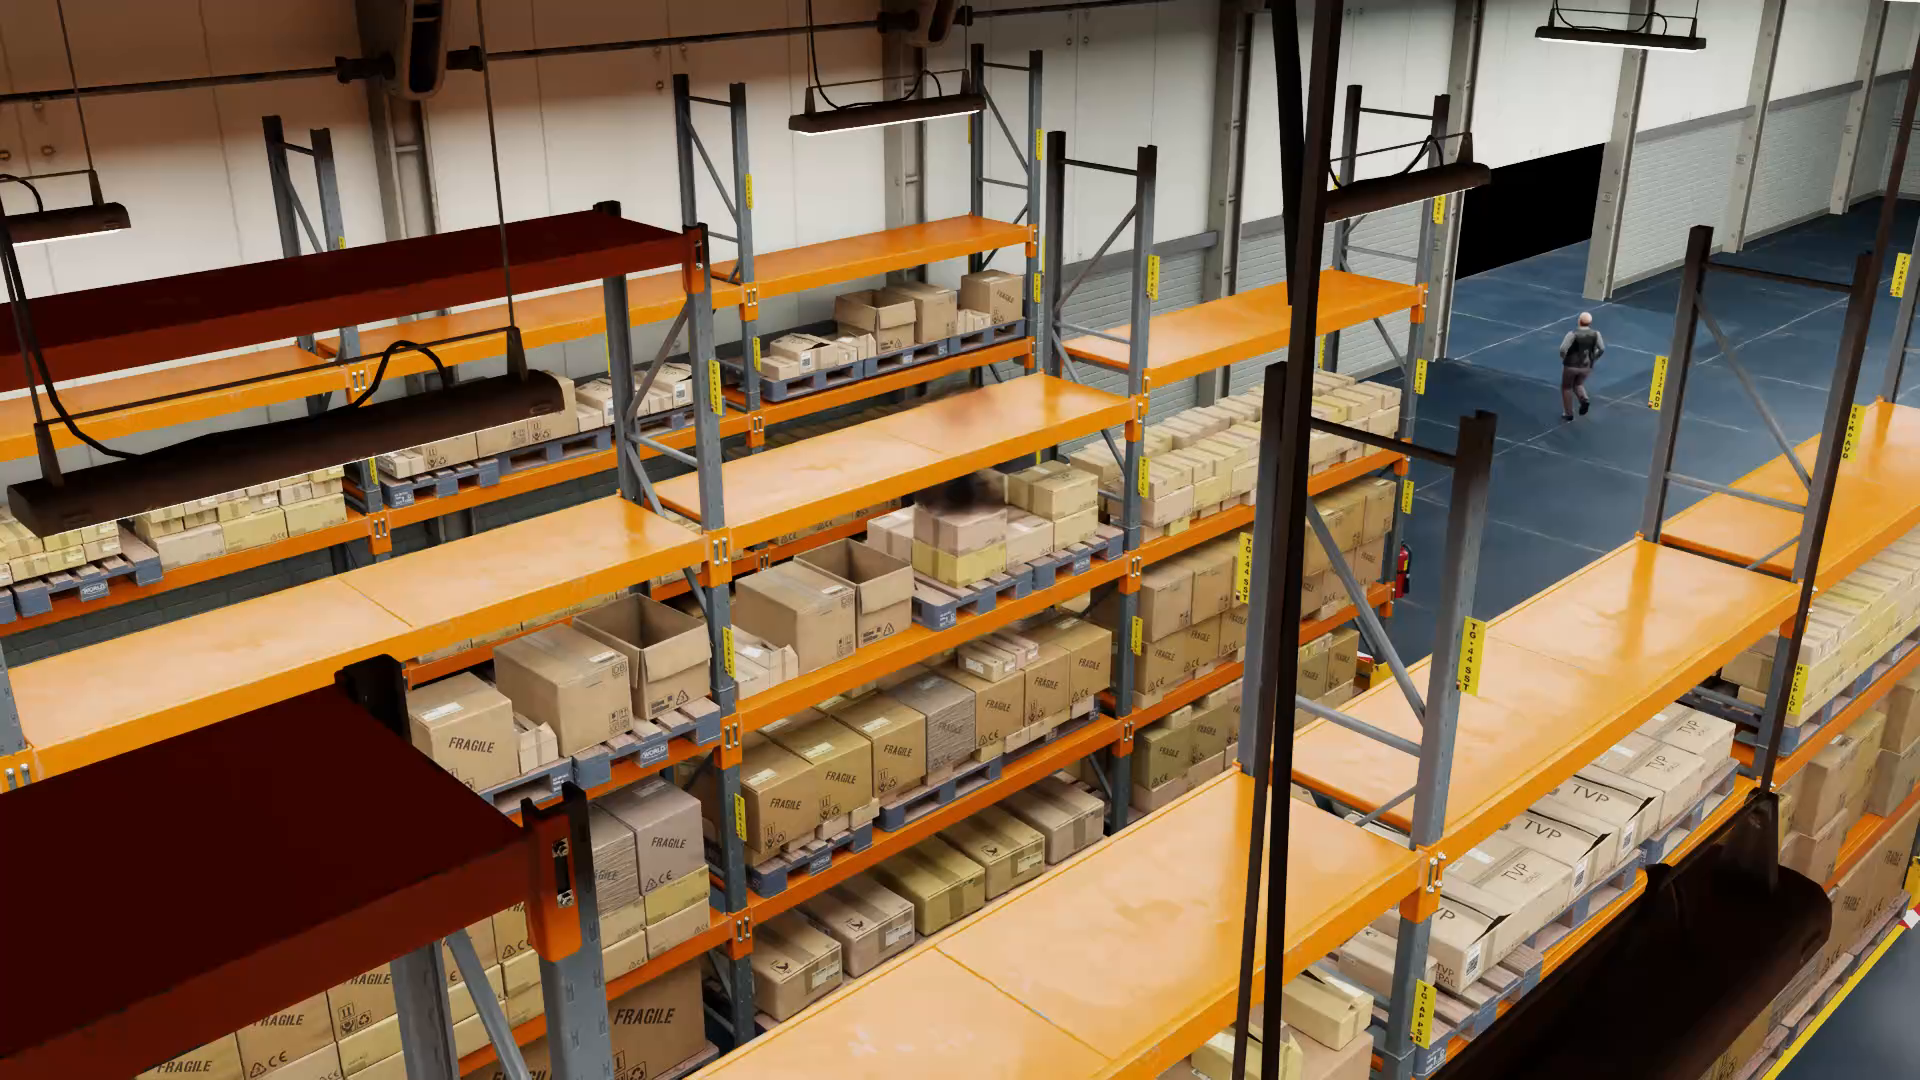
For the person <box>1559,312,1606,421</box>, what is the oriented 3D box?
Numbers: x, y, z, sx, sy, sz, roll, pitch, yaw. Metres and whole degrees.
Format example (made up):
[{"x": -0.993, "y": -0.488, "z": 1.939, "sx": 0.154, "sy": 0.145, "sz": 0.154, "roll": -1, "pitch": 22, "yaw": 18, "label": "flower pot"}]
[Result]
[{"x": 9.281, "y": -2.594, "z": 24.961, "sx": 0.665, "sy": 1.677, "sz": 0.583, "roll": 0, "pitch": 22, "yaw": 0, "label": "person"}]
